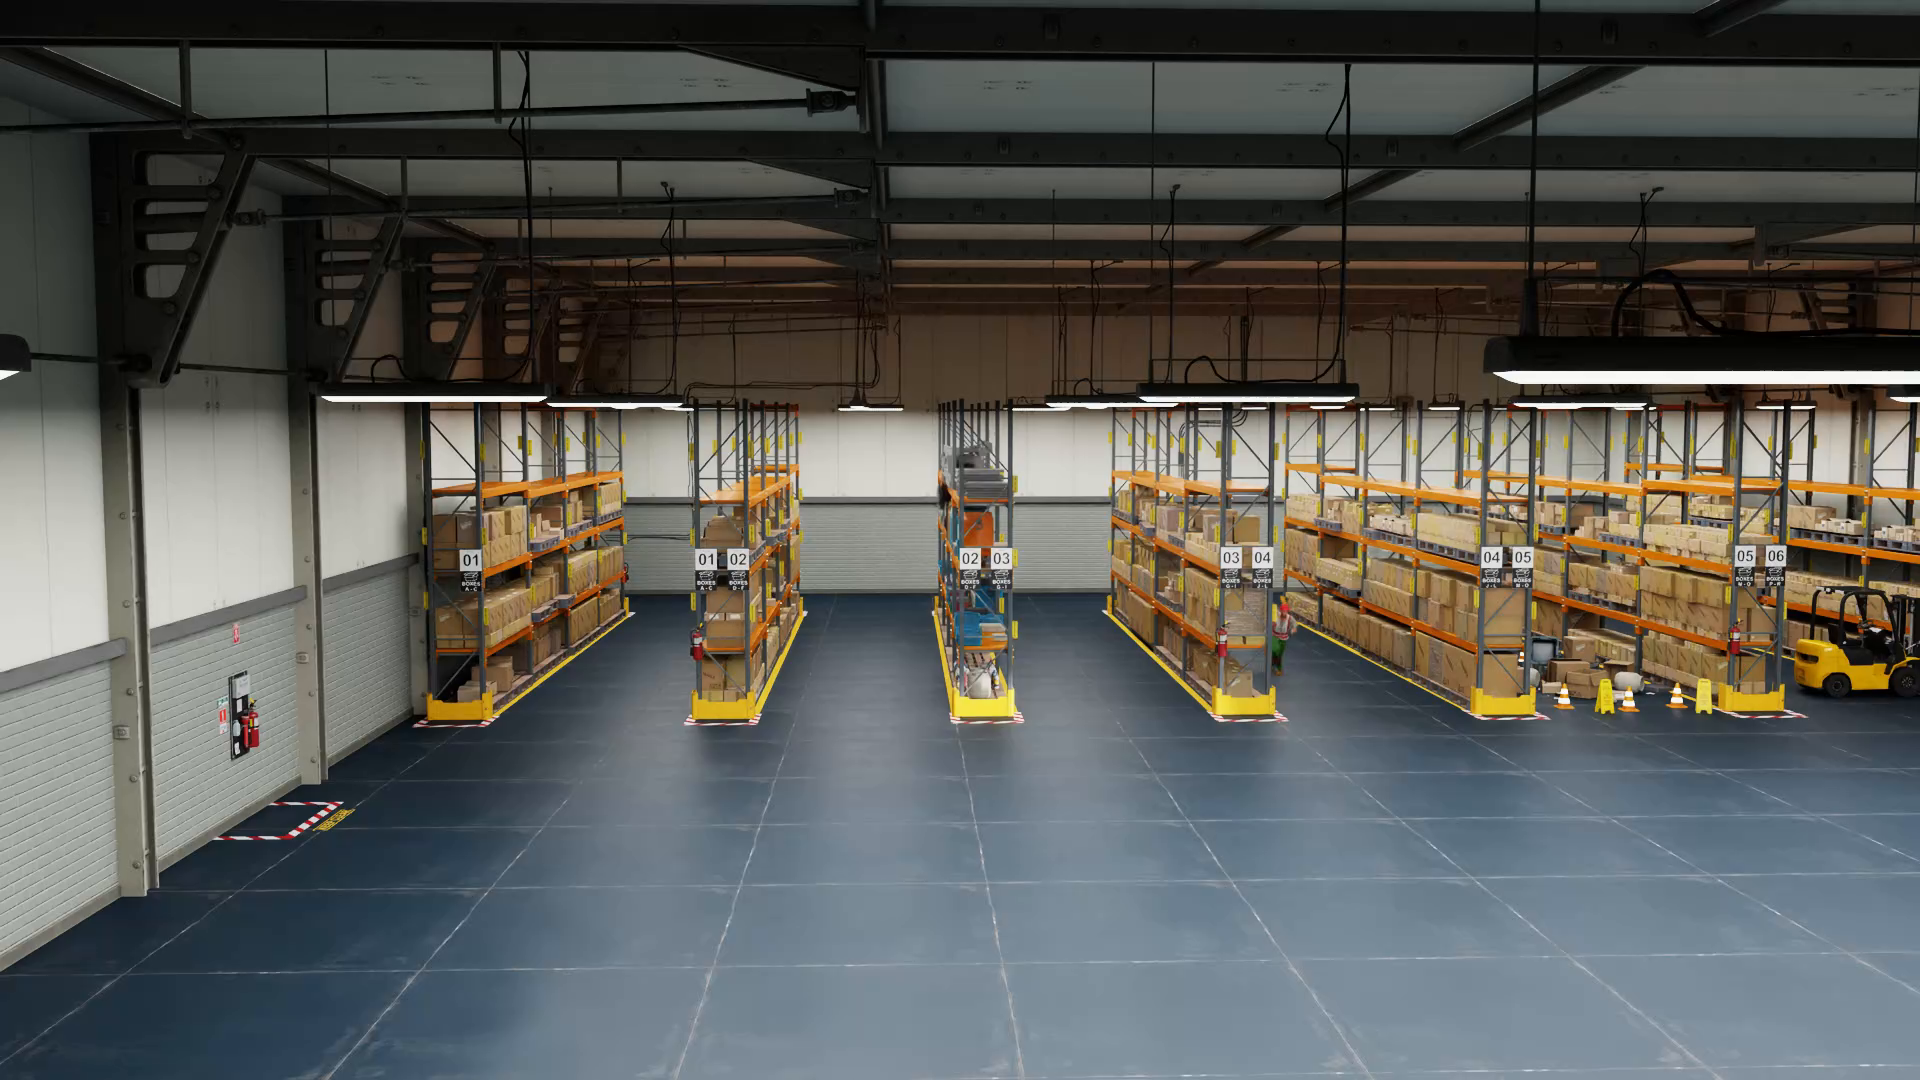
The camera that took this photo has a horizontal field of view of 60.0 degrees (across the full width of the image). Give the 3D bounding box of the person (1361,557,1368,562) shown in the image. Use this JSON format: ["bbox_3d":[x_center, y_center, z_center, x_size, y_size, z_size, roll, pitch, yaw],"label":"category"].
[{"bbox_3d":[11.502,1.292,47.093,0.638,1.684,0.920,-1,5,-17],"label":"person"}]

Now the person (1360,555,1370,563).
[{"bbox_3d":[12.351,1.172,50.046,0.983,1.488,0.656,-2,5,-29],"label":"person"}]

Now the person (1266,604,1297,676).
[{"bbox_3d":[6.974,2.146,36.304,0.669,1.582,1.122,0,4,-4],"label":"person"}]
